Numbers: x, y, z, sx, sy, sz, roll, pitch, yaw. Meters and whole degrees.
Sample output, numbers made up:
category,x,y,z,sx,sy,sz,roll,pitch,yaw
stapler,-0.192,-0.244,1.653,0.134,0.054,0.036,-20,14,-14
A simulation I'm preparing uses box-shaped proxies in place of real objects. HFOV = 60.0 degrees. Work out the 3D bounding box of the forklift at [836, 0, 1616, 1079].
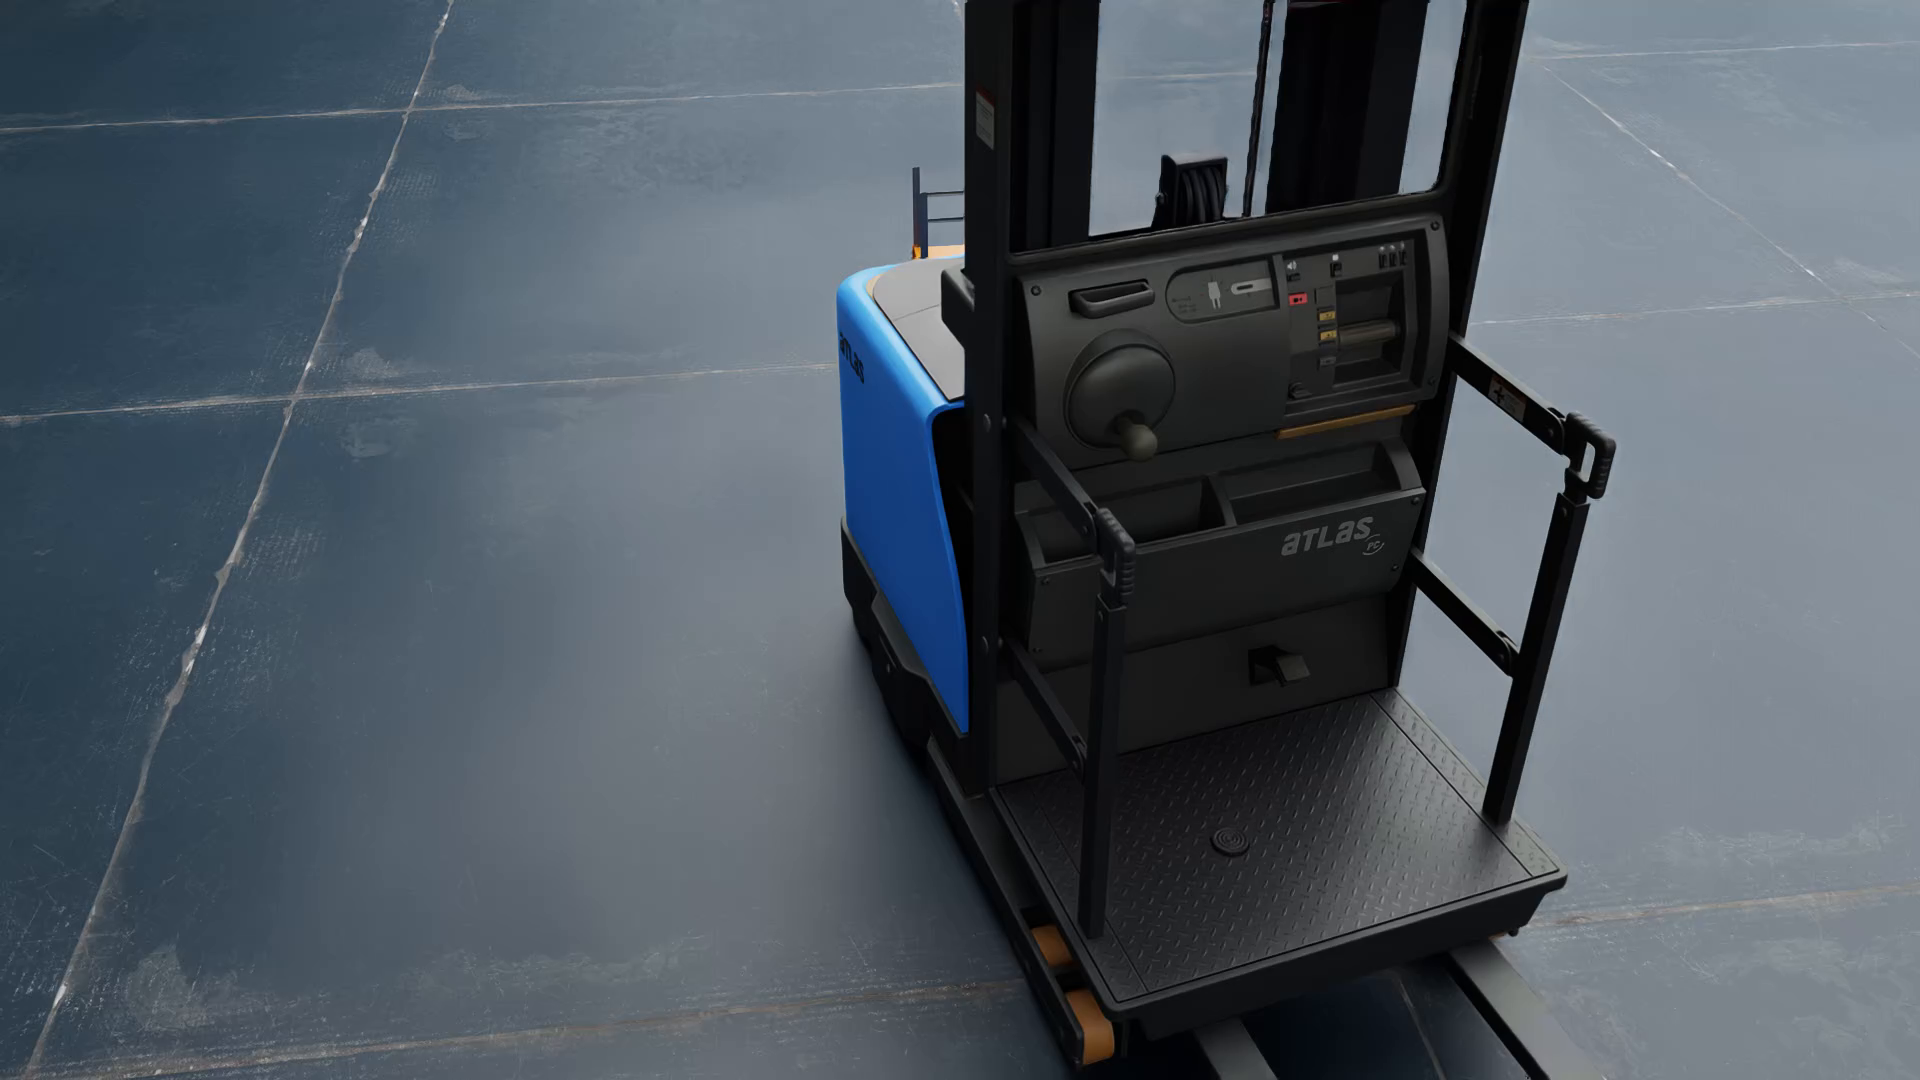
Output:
category,x,y,z,sx,sy,sz,roll,pitch,yaw
forklift,0.641,-0.346,3.155,1.130,2.935,3.031,-12,36,-17

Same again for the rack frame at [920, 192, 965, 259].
category,x,y,z,sx,sy,sz,roll,pitch,yaw
rack frame,0.010,-0.453,4.849,0.240,1.200,0.006,-4,35,-6

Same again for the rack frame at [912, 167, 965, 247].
category,x,y,z,sx,sy,sz,roll,pitch,yaw
rack frame,-0.014,-0.555,4.999,0.240,1.200,0.006,-4,35,-6

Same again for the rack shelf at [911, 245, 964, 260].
category,x,y,z,sx,sy,sz,roll,pitch,yaw
rack shelf,-0.002,-0.765,4.746,0.258,0.103,0.180,-4,35,-6

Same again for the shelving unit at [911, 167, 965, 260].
category,x,y,z,sx,sy,sz,roll,pitch,yaw
shelving unit,-0.002,-0.504,4.924,0.258,1.200,0.189,-4,35,-6
